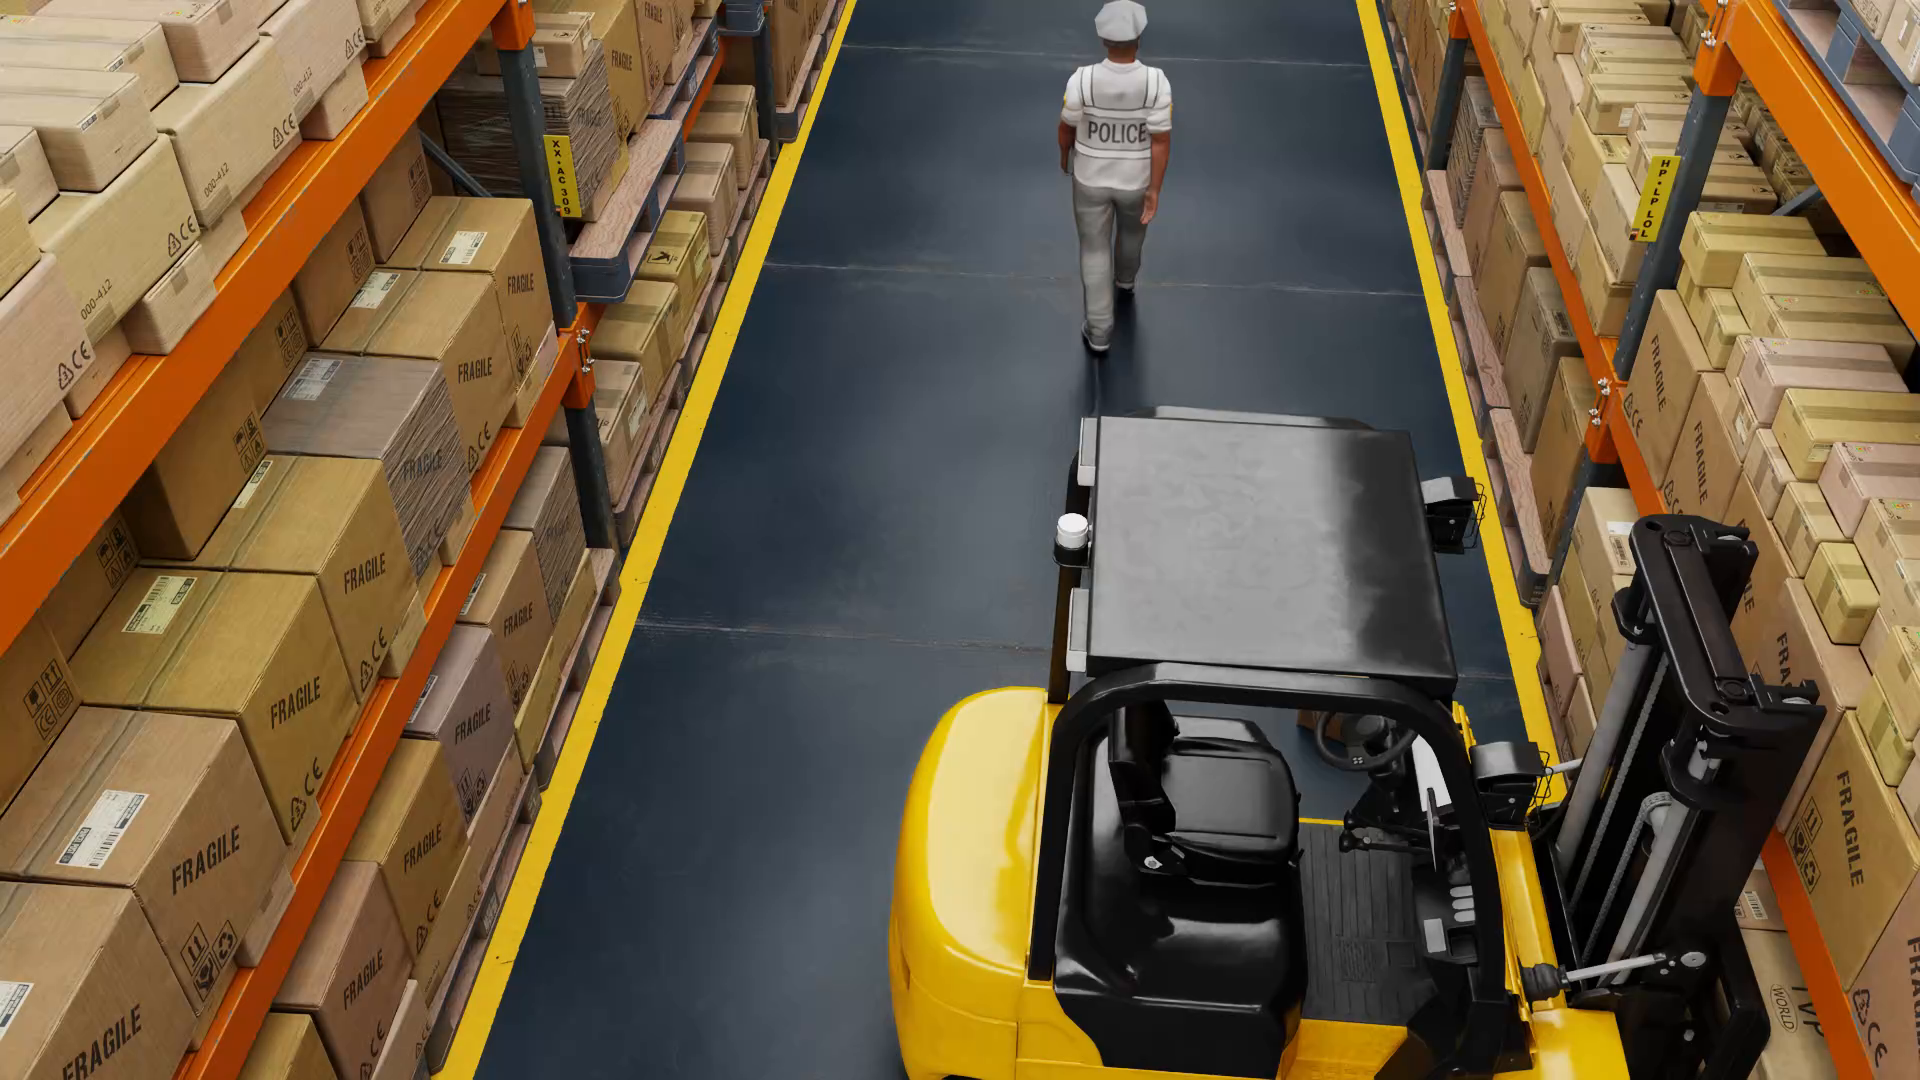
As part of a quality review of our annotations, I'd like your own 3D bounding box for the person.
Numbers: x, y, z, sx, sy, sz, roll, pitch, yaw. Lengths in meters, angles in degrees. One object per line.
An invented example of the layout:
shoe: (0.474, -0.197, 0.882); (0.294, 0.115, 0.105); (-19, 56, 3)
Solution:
person: (0.755, -1.909, 8.408); (0.539, 1.751, 0.928); (0, 40, 0)
